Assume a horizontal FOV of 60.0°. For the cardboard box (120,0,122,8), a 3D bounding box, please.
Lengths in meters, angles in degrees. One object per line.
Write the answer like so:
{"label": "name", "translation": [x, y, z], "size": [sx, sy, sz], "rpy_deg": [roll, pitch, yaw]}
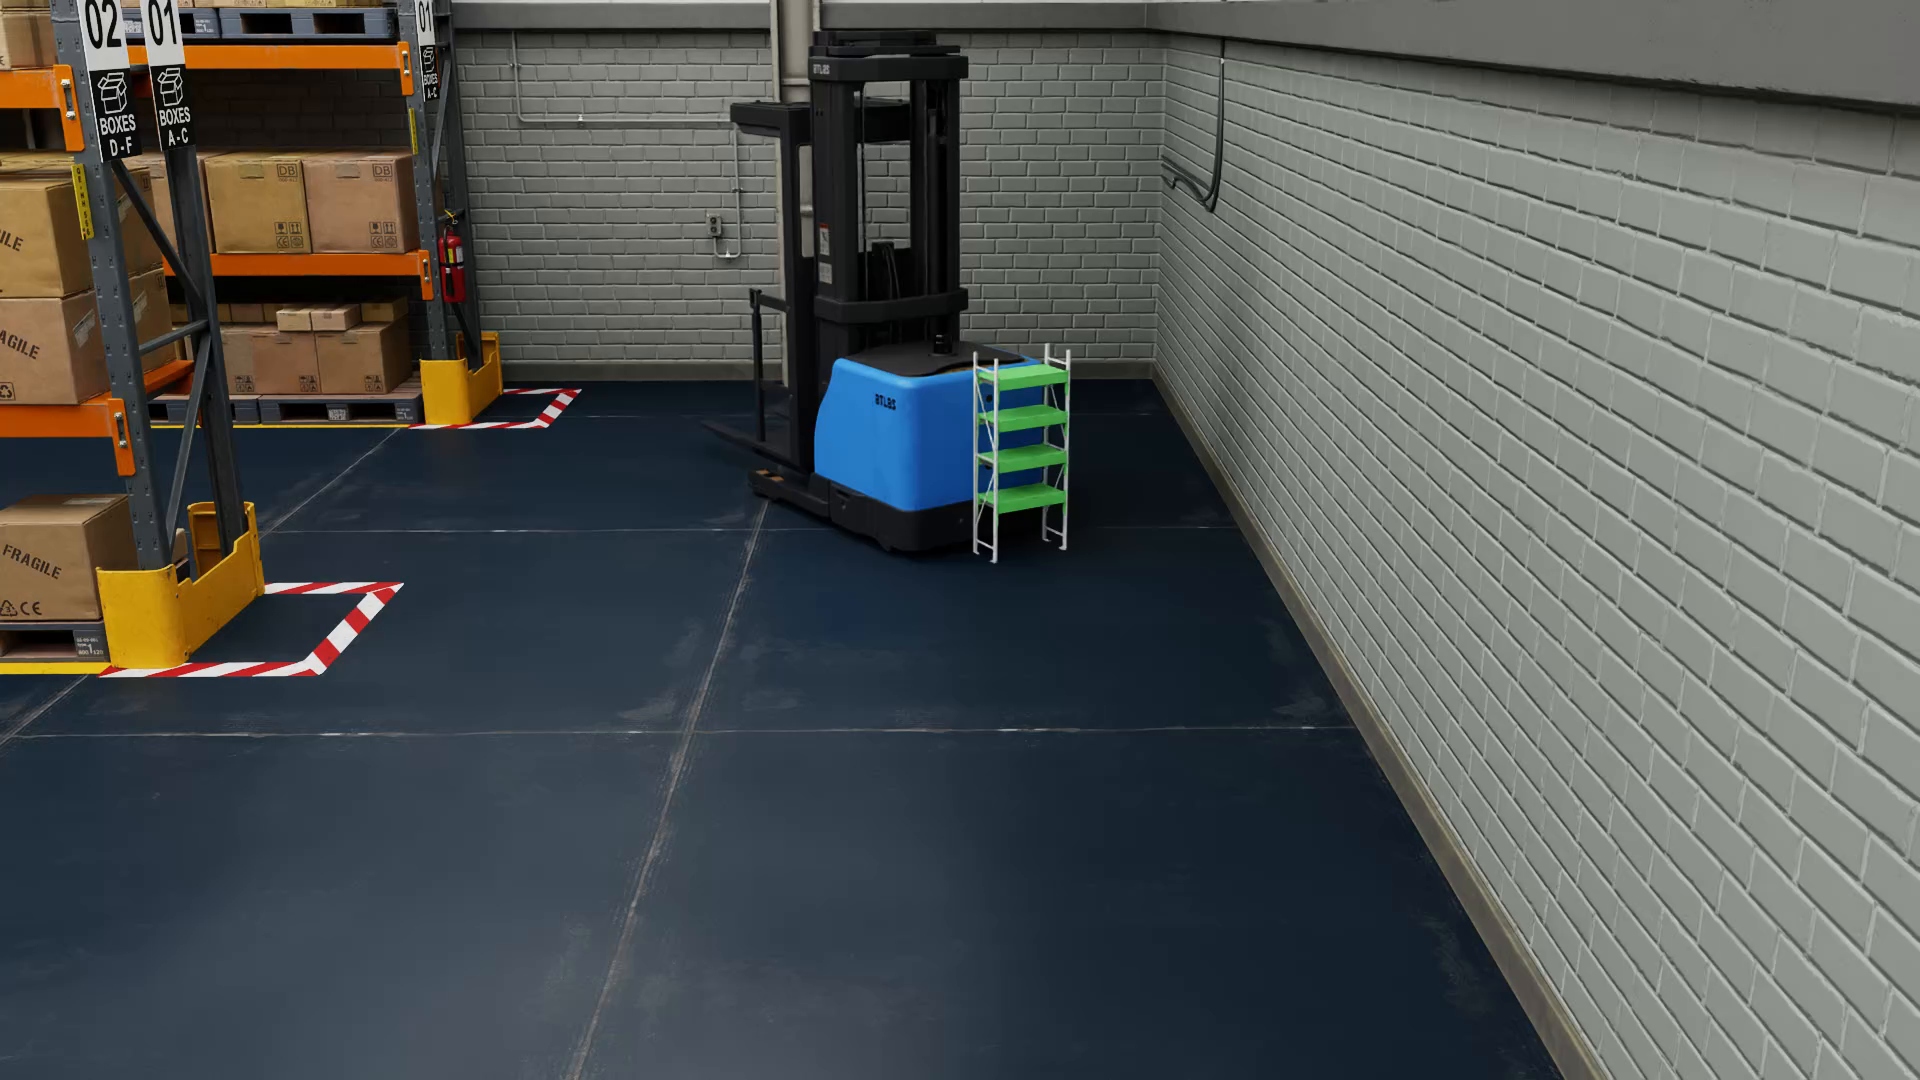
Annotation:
{"label": "cardboard box", "translation": [-6.276, -4.004, 12.102], "size": [0.500, 0.250, 0.500], "rpy_deg": [-1, 18, -2]}

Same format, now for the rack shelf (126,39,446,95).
{"label": "rack shelf", "translation": [-5.994, -3.569, 12.530], "size": [4.000, 0.370, 1.077], "rpy_deg": [0, 18, -1]}

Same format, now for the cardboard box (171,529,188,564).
{"label": "cardboard box", "translation": [-4.337, 0.065, 8.882], "size": [0.250, 0.149, 0.380], "rpy_deg": [0, 18, -1]}

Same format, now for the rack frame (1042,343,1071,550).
{"label": "rack frame", "translation": [0.564, -0.543, 9.776], "size": [0.015, 1.200, 0.240], "rpy_deg": [-10, 21, -29]}

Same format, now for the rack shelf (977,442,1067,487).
{"label": "rack shelf", "translation": [0.355, -0.444, 9.676], "size": [0.480, 0.148, 0.258], "rpy_deg": [-10, 21, -29]}

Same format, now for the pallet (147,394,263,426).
{"label": "pallet", "translation": [-6.009, -1.133, 13.233], "size": [1.213, 0.211, 1.003], "rpy_deg": [0, 18, -1]}

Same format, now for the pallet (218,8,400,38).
{"label": "pallet", "translation": [-4.736, -3.872, 12.443], "size": [1.213, 0.211, 1.003], "rpy_deg": [0, 18, -1]}

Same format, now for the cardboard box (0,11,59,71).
{"label": "cardboard box", "translation": [-4.422, -2.254, 7.498], "size": [0.500, 0.250, 0.500], "rpy_deg": [0, 18, -1]}

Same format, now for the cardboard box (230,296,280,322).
{"label": "cardboard box", "translation": [-5.582, -1.834, 13.198], "size": [0.250, 0.149, 0.380], "rpy_deg": [0, 18, 0]}

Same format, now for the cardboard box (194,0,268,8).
{"label": "cardboard box", "translation": [-5.243, -4.010, 12.121], "size": [0.500, 0.250, 0.500], "rpy_deg": [-1, 18, -3]}

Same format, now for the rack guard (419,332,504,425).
{"label": "rack guard", "translation": [-3.970, -1.303, 13.291], "size": [0.348, 0.500, 1.175], "rpy_deg": [0, 18, -1]}

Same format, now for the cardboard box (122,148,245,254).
{"label": "cardboard box", "translation": [-5.994, -2.623, 12.821], "size": [0.700, 0.700, 0.980], "rpy_deg": [-1, 18, -4]}

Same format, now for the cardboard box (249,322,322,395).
{"label": "cardboard box", "translation": [-5.193, -1.466, 13.113], "size": [0.500, 0.500, 0.700], "rpy_deg": [0, 18, -1]}

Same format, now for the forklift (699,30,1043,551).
{"label": "forklift", "translation": [-0.744, -1.720, 10.610], "size": [1.130, 2.935, 3.031], "rpy_deg": [-12, 21, -33]}

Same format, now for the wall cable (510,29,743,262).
{"label": "wall cable", "translation": [-2.729, -3.272, 13.673], "size": [1.851, 1.984, 0.084], "rpy_deg": [0, 18, -1]}

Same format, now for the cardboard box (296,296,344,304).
{"label": "cardboard box", "translation": [-5.077, -1.837, 13.205], "size": [0.250, 0.149, 0.380], "rpy_deg": [0, 18, -1]}

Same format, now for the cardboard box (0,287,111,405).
{"label": "cardboard box", "translation": [-4.356, -0.943, 7.911], "size": [0.500, 0.500, 0.500], "rpy_deg": [0, 18, 1]}

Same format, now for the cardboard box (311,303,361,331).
{"label": "cardboard box", "translation": [-4.818, -1.721, 12.846], "size": [0.250, 0.149, 0.380], "rpy_deg": [0, 18, -2]}

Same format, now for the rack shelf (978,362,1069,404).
{"label": "rack shelf", "translation": [0.355, -0.901, 9.529], "size": [0.480, 0.148, 0.258], "rpy_deg": [-10, 21, -29]}

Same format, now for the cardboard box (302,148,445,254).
{"label": "cardboard box", "translation": [-4.504, -2.630, 12.846], "size": [0.700, 0.700, 0.980], "rpy_deg": [1, 18, 2]}

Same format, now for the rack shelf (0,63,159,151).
{"label": "rack shelf", "translation": [-5.912, -2.056, 7.814], "size": [4.000, 0.370, 1.077], "rpy_deg": [0, 18, -1]}

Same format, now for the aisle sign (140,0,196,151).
{"label": "aisle sign", "translation": [-3.849, -2.308, 8.076], "size": [0.004, 0.787, 0.394], "rpy_deg": [0, 18, -1]}

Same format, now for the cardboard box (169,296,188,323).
{"label": "cardboard box", "translation": [-6.092, -1.832, 13.190], "size": [0.250, 0.149, 0.380], "rpy_deg": [-1, 18, -2]}

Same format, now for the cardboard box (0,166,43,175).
{"label": "cardboard box", "translation": [-4.883, -1.577, 8.254], "size": [0.500, 0.500, 0.500], "rpy_deg": [0, 18, 0]}

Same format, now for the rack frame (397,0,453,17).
{"label": "rack frame", "translation": [-3.994, -5.350, 11.992], "size": [0.127, 3.000, 1.000], "rpy_deg": [0, 18, -1]}

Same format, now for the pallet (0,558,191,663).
{"label": "pallet", "translation": [-4.786, 0.352, 8.604], "size": [1.213, 0.211, 1.003], "rpy_deg": [0, 18, -1]}

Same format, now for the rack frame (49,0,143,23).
{"label": "rack frame", "translation": [-3.912, -3.837, 7.276], "size": [0.127, 3.000, 1.000], "rpy_deg": [0, 18, -1]}

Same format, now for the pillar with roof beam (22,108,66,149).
{"label": "pillar with roof beam", "translation": [-7.240, -4.283, 8.668], "size": [0.400, 9.000, 9.100], "rpy_deg": [0, 18, -1]}

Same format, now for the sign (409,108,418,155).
{"label": "sign", "translation": [-4.000, -2.991, 12.179], "size": [0.005, 0.325, 0.100], "rpy_deg": [0, 18, -1]}

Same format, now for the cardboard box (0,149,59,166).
{"label": "cardboard box", "translation": [-7.451, -2.614, 12.795], "size": [0.700, 0.700, 0.980], "rpy_deg": [0, 18, 0]}

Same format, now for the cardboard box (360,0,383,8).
{"label": "cardboard box", "translation": [-4.728, -4.169, 12.617], "size": [0.500, 0.250, 0.500], "rpy_deg": [1, 18, 2]}

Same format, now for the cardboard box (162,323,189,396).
{"label": "cardboard box", "translation": [-6.229, -1.459, 13.090], "size": [0.500, 0.500, 0.700], "rpy_deg": [0, 18, 0]}

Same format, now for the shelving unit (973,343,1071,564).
{"label": "shelving unit", "translation": [0.355, -0.505, 9.656], "size": [0.503, 1.200, 0.258], "rpy_deg": [-10, 21, -29]}
